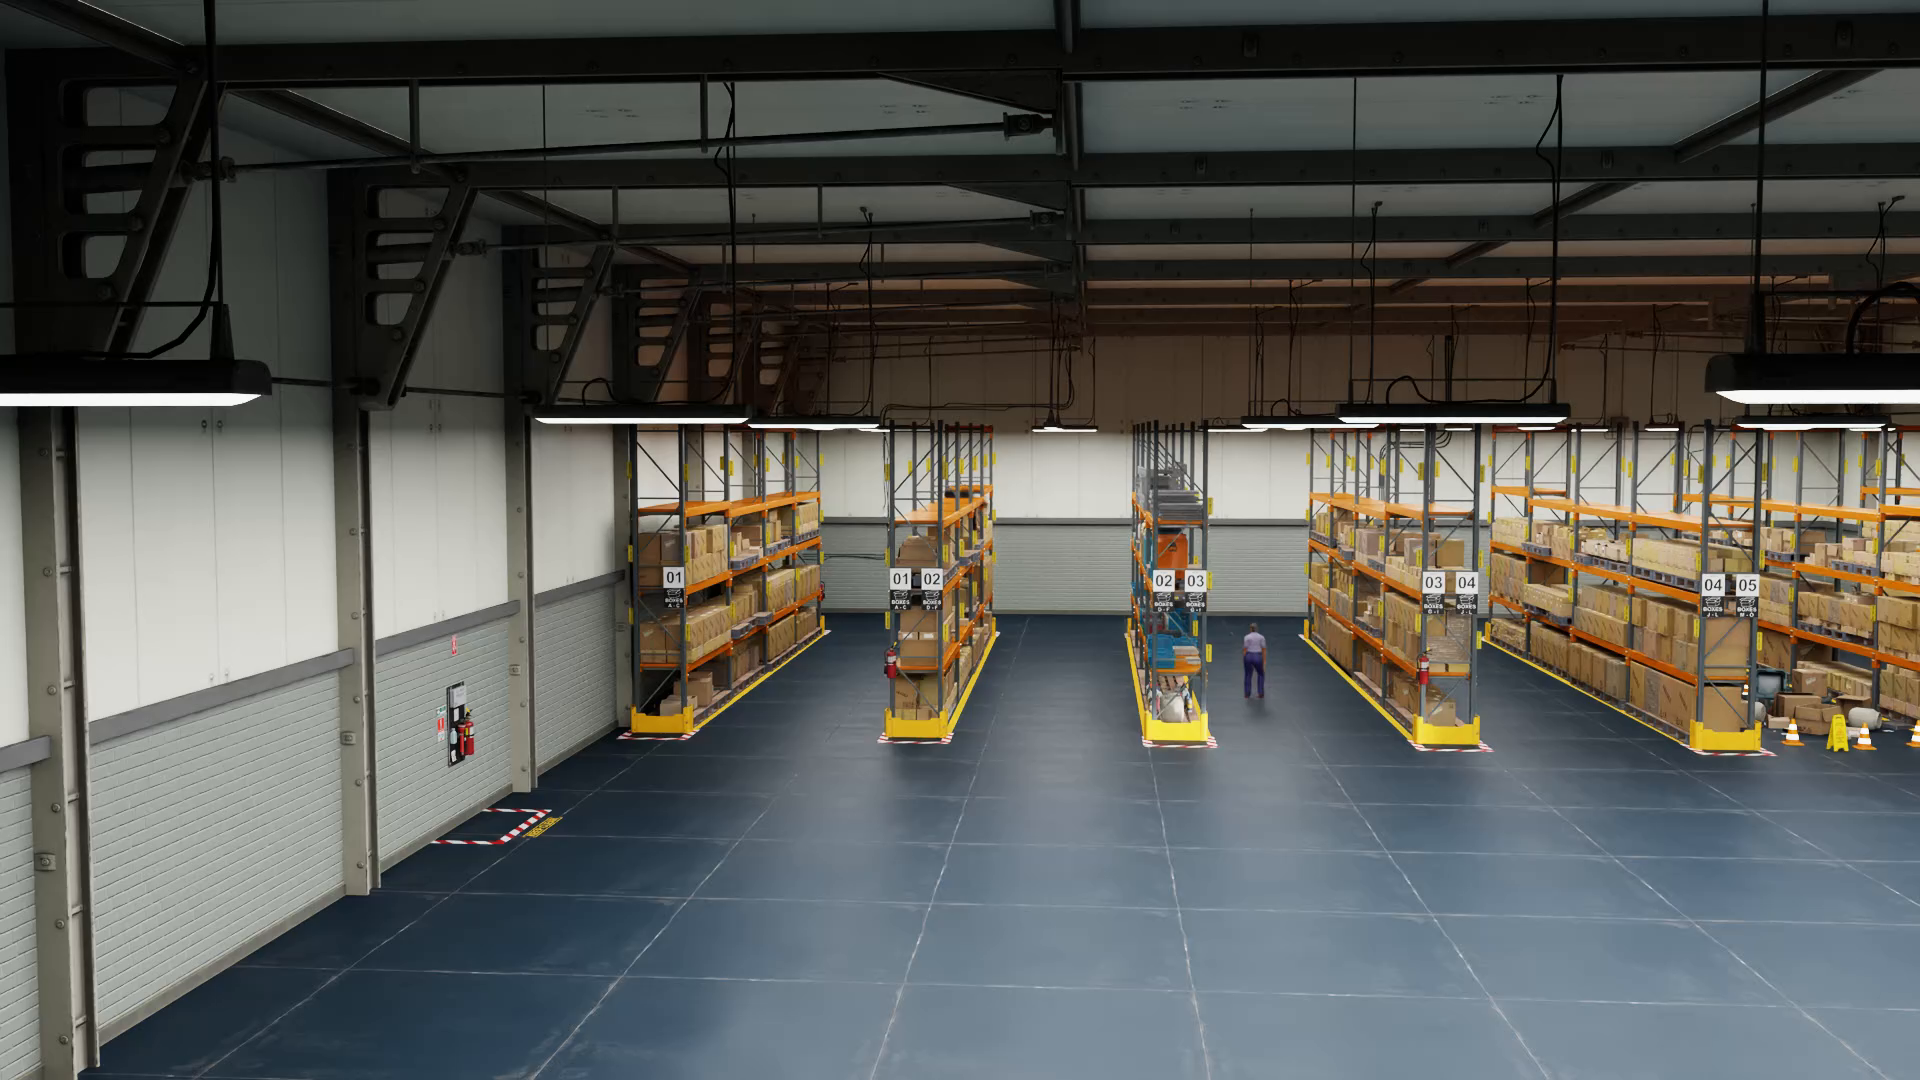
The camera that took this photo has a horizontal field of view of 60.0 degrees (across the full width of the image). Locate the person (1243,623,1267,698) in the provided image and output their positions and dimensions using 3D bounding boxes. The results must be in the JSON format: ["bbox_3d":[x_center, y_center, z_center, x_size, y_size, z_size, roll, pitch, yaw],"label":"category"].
[{"bbox_3d":[6.404,2.655,36.090,0.530,1.698,0.634,2,4,29],"label":"person"}]
